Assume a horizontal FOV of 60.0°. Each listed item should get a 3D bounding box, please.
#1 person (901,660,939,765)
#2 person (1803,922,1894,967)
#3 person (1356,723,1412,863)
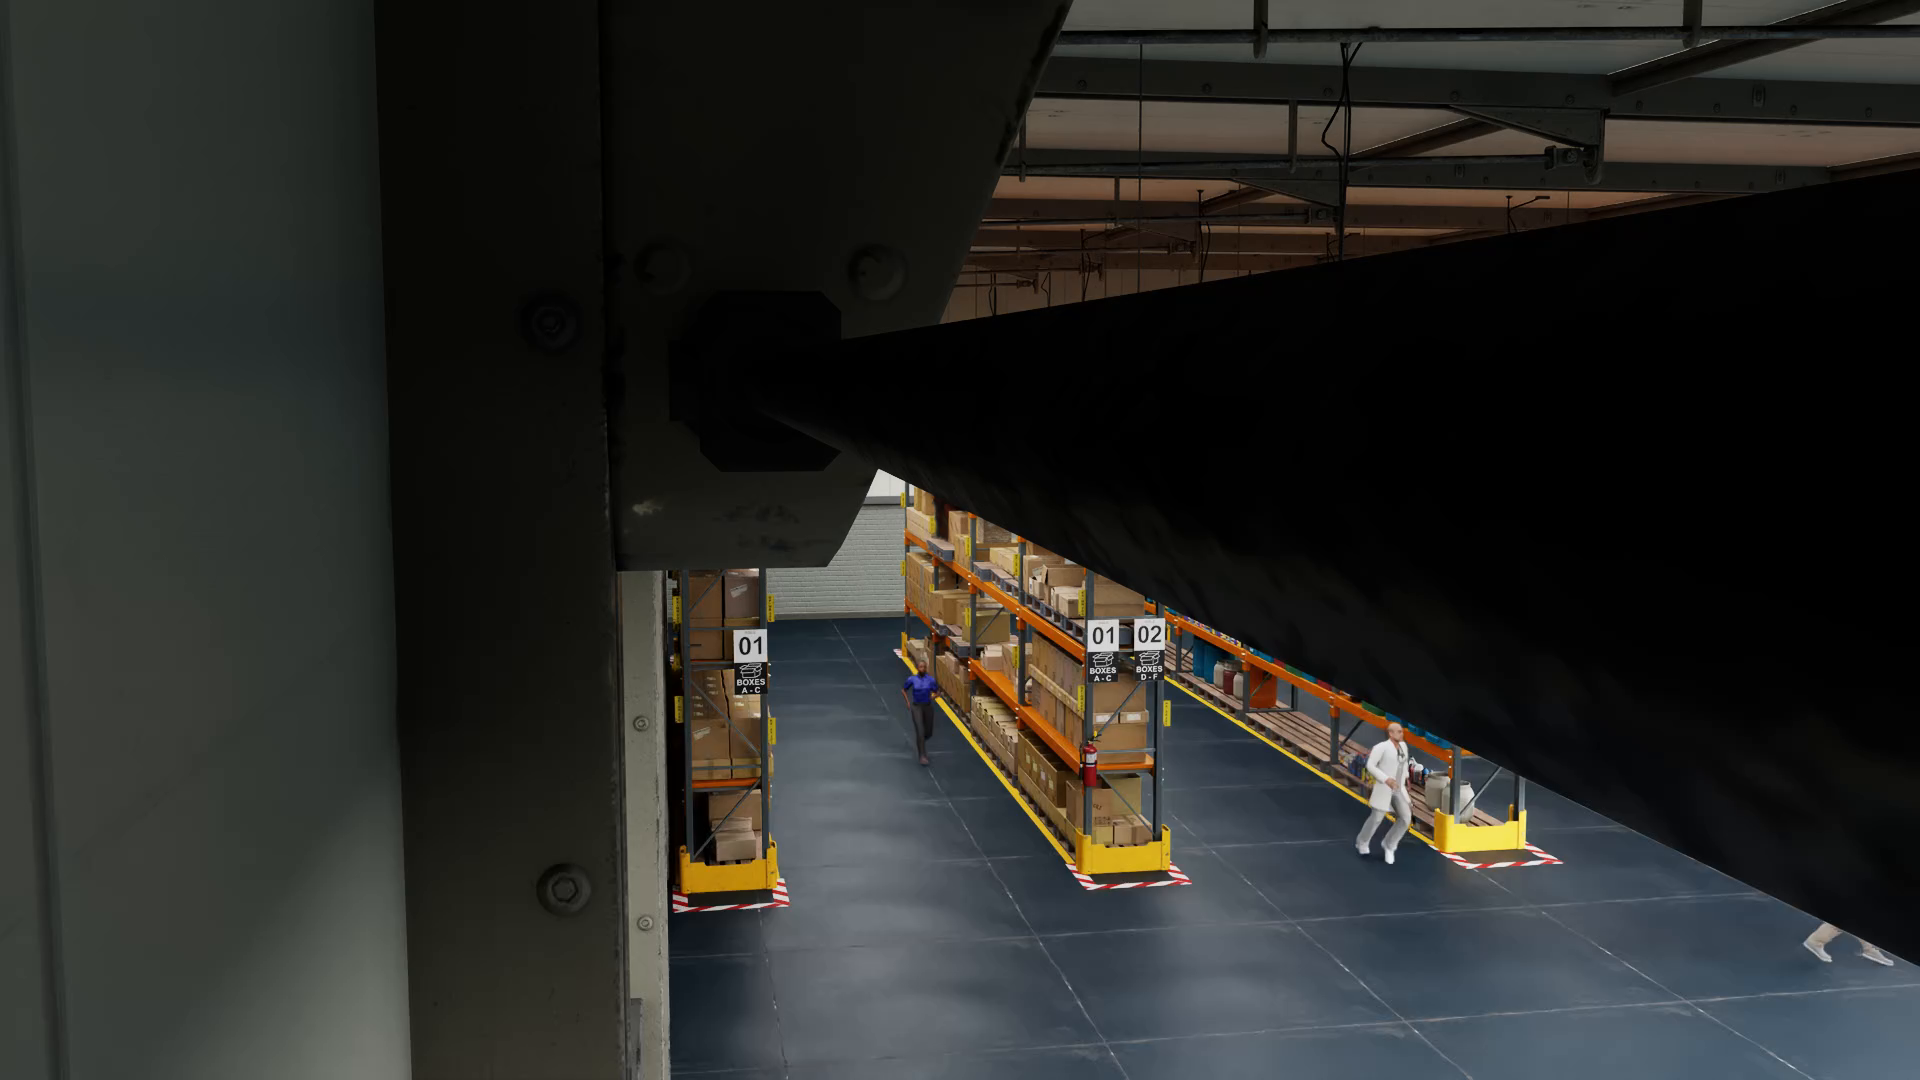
[{"bbox_3d":[-0.619,2.749,26.748,0.587,1.608,0.849,-2,6,-16],"label":"person"},{"bbox_3d":[9.413,3.645,17.519,0.944,1.755,0.658,1,6,11],"label":"person"},{"bbox_3d":[5.558,3.256,21.494,0.772,1.802,0.714,-3,6,-24],"label":"person"}]
